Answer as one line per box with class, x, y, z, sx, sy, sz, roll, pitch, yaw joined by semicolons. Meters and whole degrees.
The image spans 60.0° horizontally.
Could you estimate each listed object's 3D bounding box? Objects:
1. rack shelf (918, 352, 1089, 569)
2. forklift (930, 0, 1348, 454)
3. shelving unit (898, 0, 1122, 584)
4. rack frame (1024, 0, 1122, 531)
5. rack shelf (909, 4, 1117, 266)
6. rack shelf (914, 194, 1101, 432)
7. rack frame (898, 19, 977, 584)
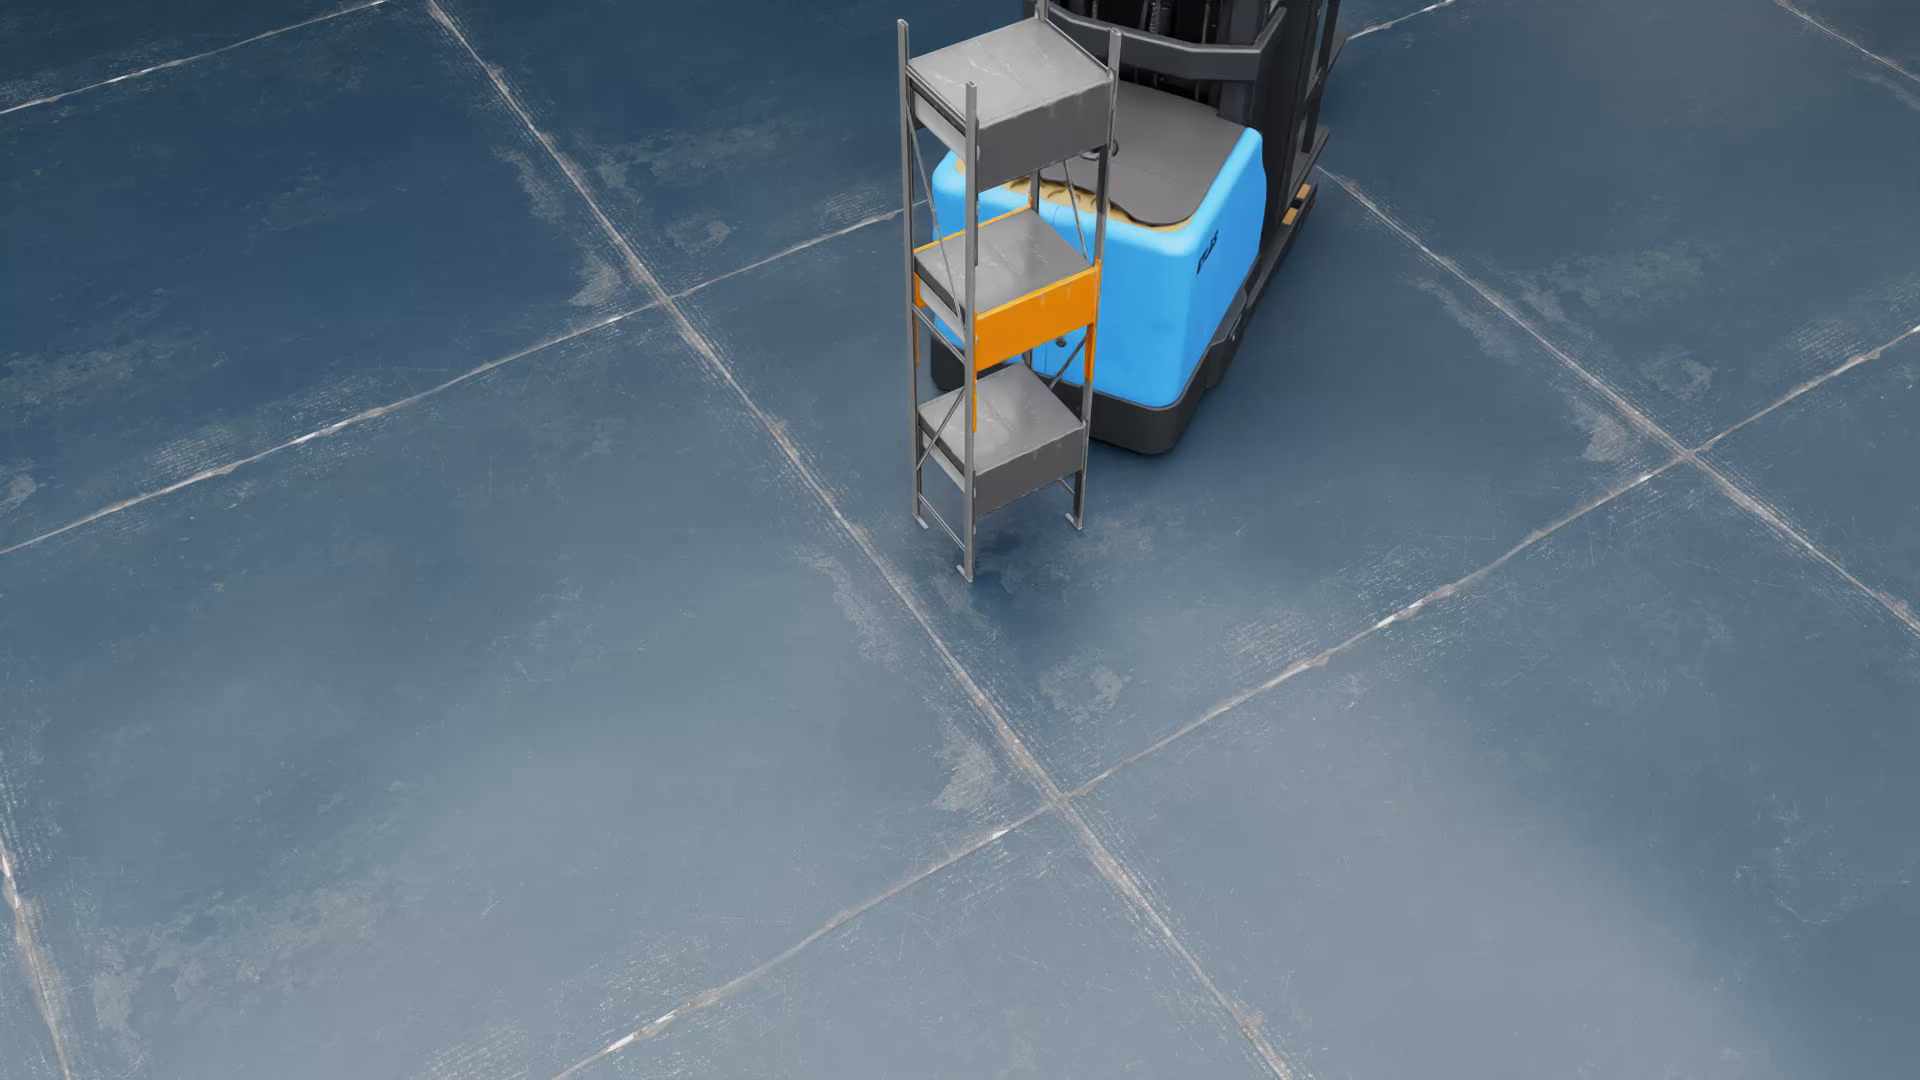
rack shelf;0.140;-0.290;6.058;0.480;0.518;0.431;-25;53;-21
forklift;0.962;-2.422;6.445;1.130;2.935;3.031;19;51;16
shelving unit;0.140;-0.764;5.525;0.503;2.100;0.431;-25;53;-21
rack frame;0.346;-0.861;5.611;0.015;2.100;0.400;-25;53;-21
rack shelf;0.140;-1.221;5.012;0.480;0.518;0.431;-25;53;-21
rack shelf;0.140;-0.755;5.535;0.480;0.518;0.431;-25;53;-21
rack frame;-0.066;-0.667;5.438;0.015;2.100;0.400;-25;53;-21
